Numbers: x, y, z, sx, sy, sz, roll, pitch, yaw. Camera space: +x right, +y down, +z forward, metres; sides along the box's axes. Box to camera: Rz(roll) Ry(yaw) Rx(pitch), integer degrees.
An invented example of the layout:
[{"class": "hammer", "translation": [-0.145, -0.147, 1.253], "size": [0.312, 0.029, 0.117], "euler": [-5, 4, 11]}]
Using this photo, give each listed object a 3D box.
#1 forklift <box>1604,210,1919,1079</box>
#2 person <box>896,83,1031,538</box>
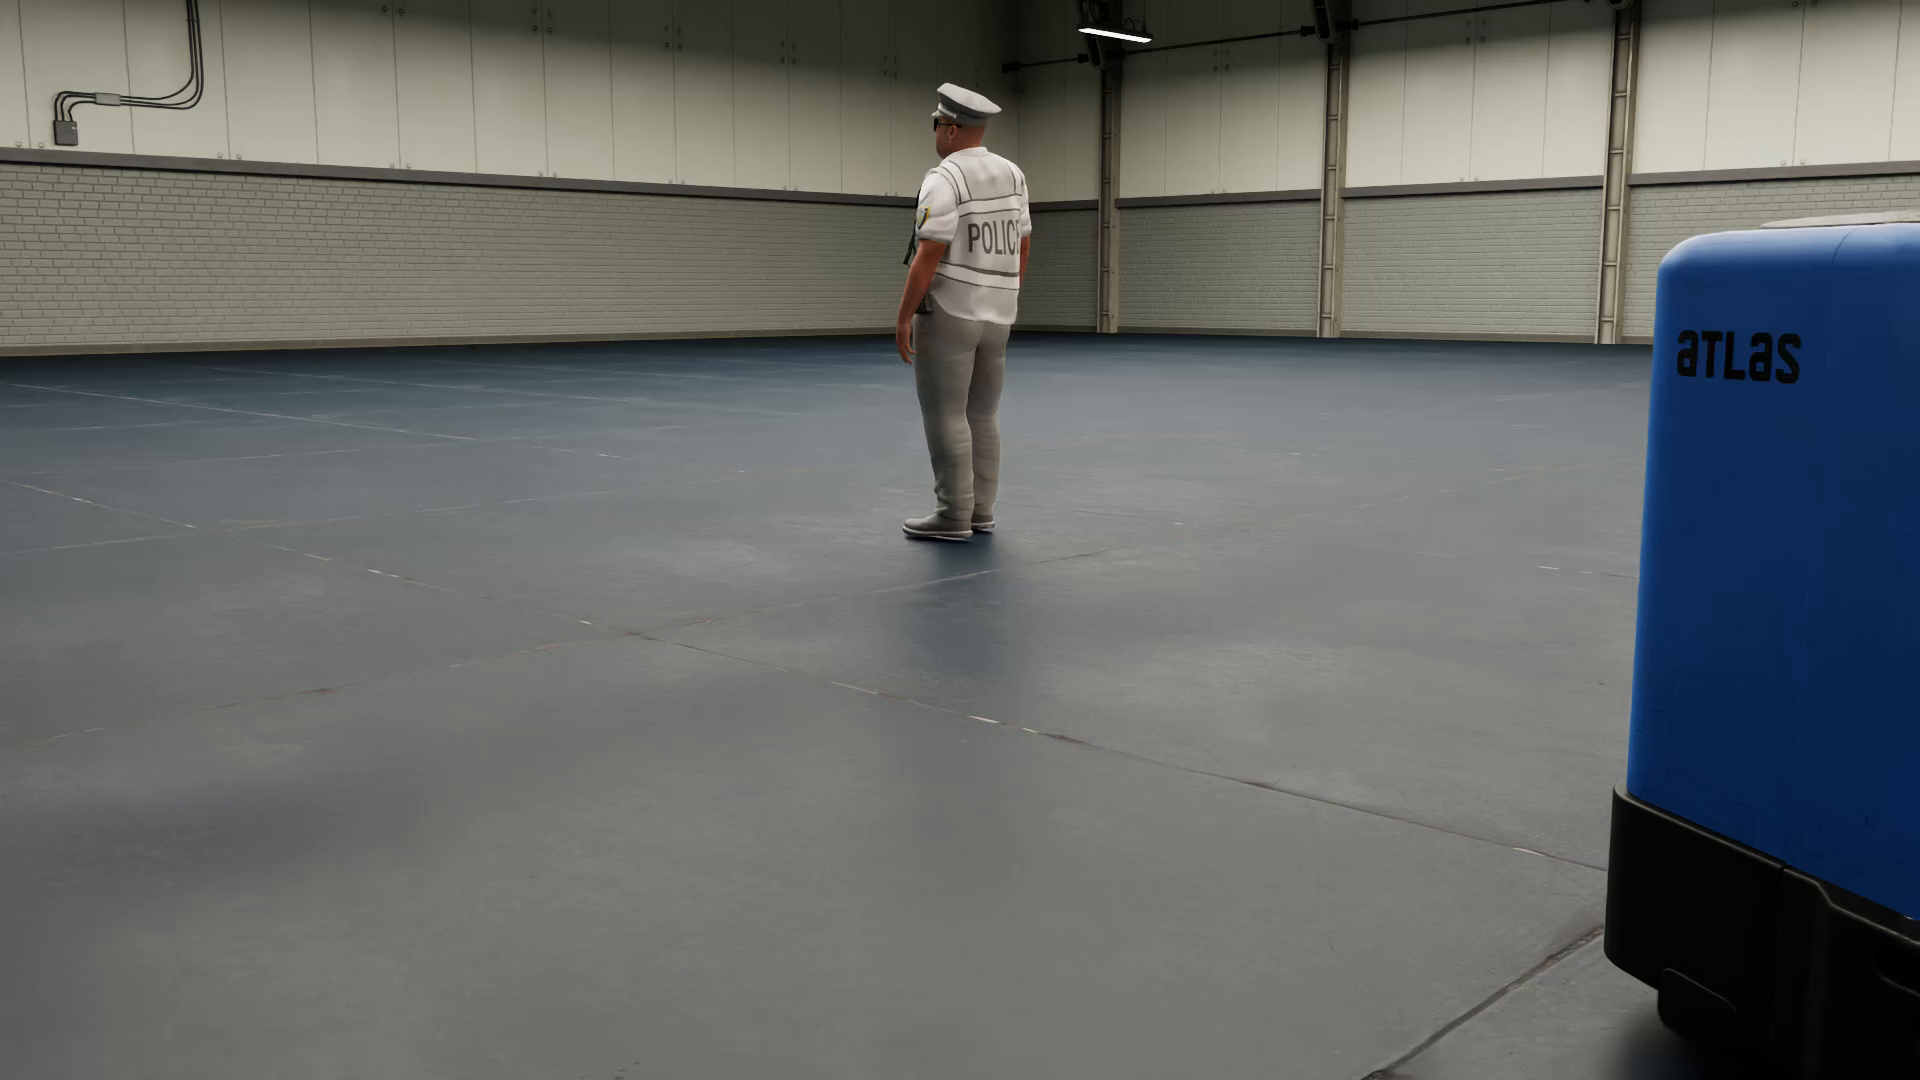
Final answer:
[{"class": "forklift", "translation": [1.816, -0.607, 0.901], "size": [1.130, 2.935, 3.031], "euler": [-3, 9, -16]}, {"class": "person", "translation": [-0.047, -0.897, 6.645], "size": [0.575, 1.781, 0.640], "euler": [8, 12, 43]}]
